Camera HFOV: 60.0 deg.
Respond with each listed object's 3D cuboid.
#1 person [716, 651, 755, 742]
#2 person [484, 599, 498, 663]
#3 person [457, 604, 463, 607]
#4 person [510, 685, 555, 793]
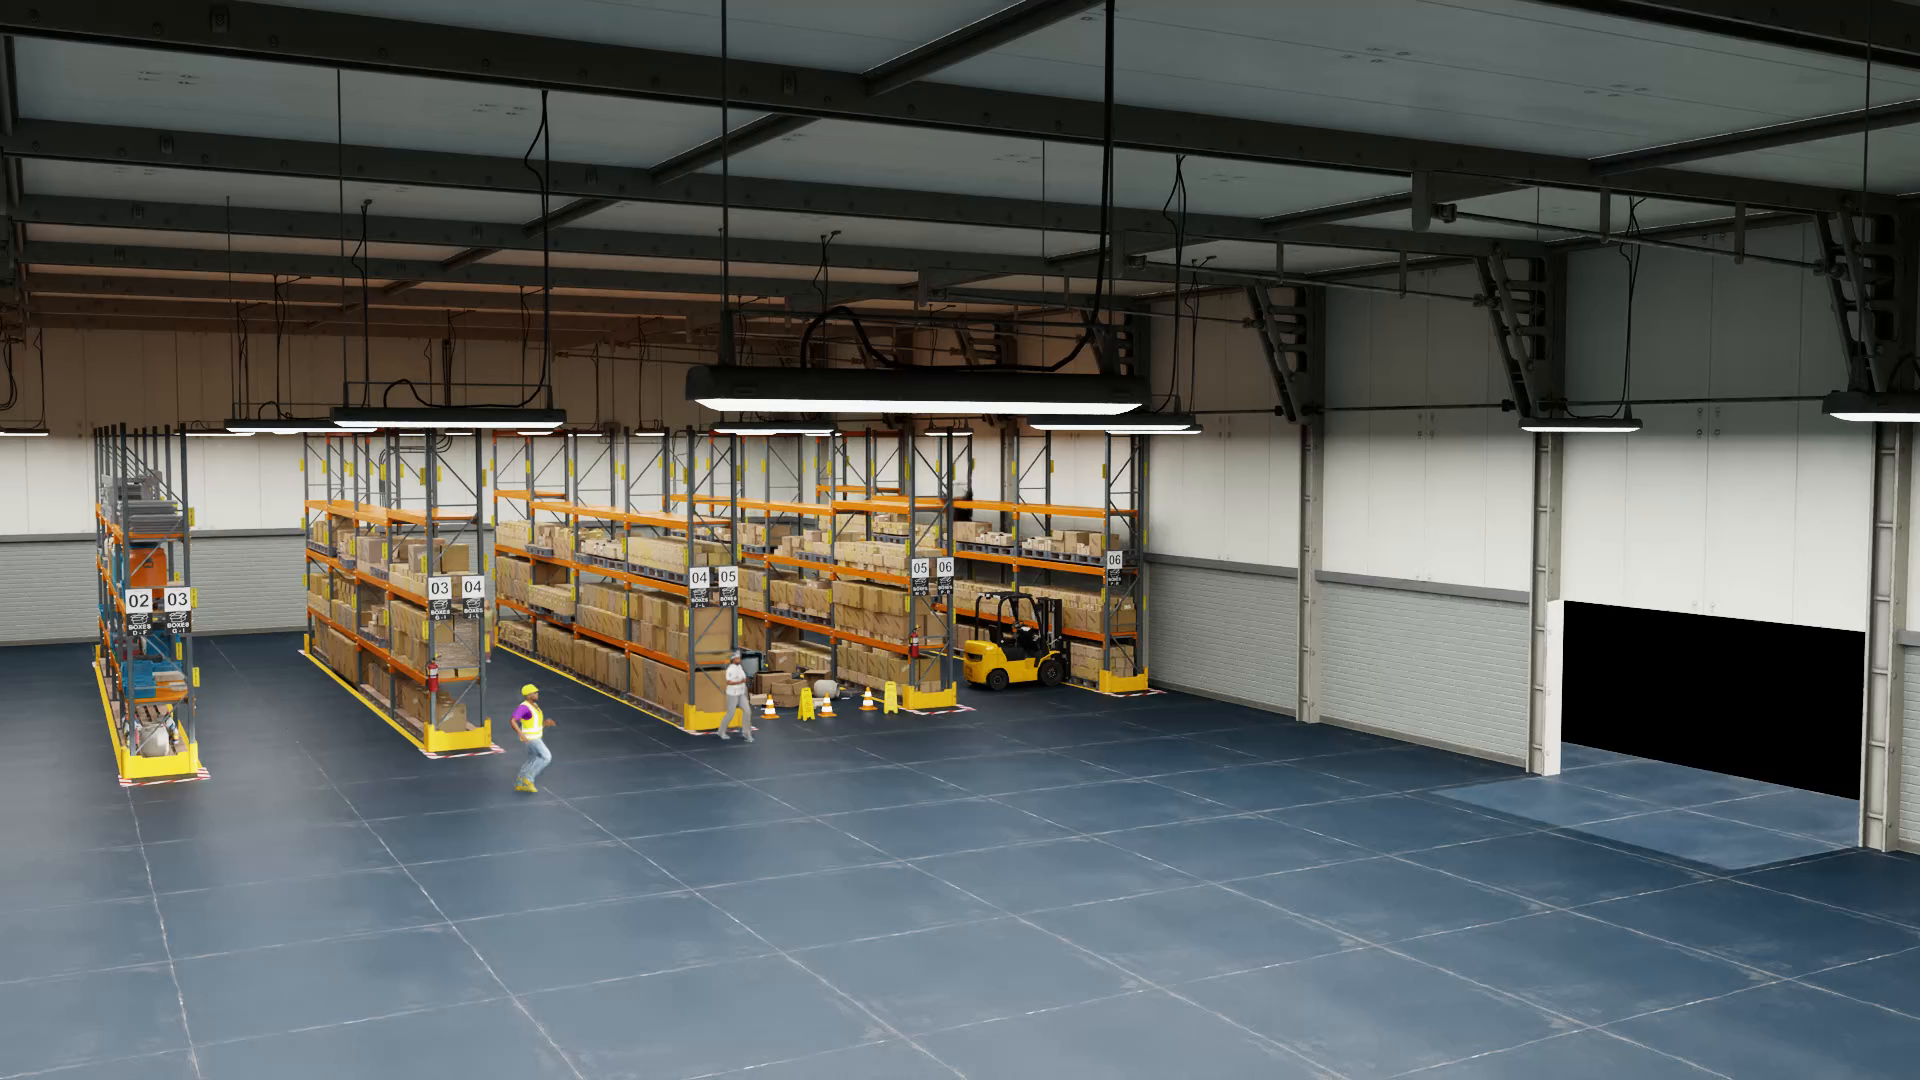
[{"bbox_3d":[-4.258,2.964,31.475,0.730,1.761,0.575,2,4,25],"label":"person"},{"bbox_3d":[-12.162,2.341,42.741,0.583,1.602,0.562,-2,4,-34],"label":"person"},{"bbox_3d":[-14.180,2.100,46.561,0.638,1.618,0.734,1,4,10],"label":"person"},{"bbox_3d":[-6.889,3.208,26.889,0.673,1.742,0.676,0,3,-4],"label":"person"}]
